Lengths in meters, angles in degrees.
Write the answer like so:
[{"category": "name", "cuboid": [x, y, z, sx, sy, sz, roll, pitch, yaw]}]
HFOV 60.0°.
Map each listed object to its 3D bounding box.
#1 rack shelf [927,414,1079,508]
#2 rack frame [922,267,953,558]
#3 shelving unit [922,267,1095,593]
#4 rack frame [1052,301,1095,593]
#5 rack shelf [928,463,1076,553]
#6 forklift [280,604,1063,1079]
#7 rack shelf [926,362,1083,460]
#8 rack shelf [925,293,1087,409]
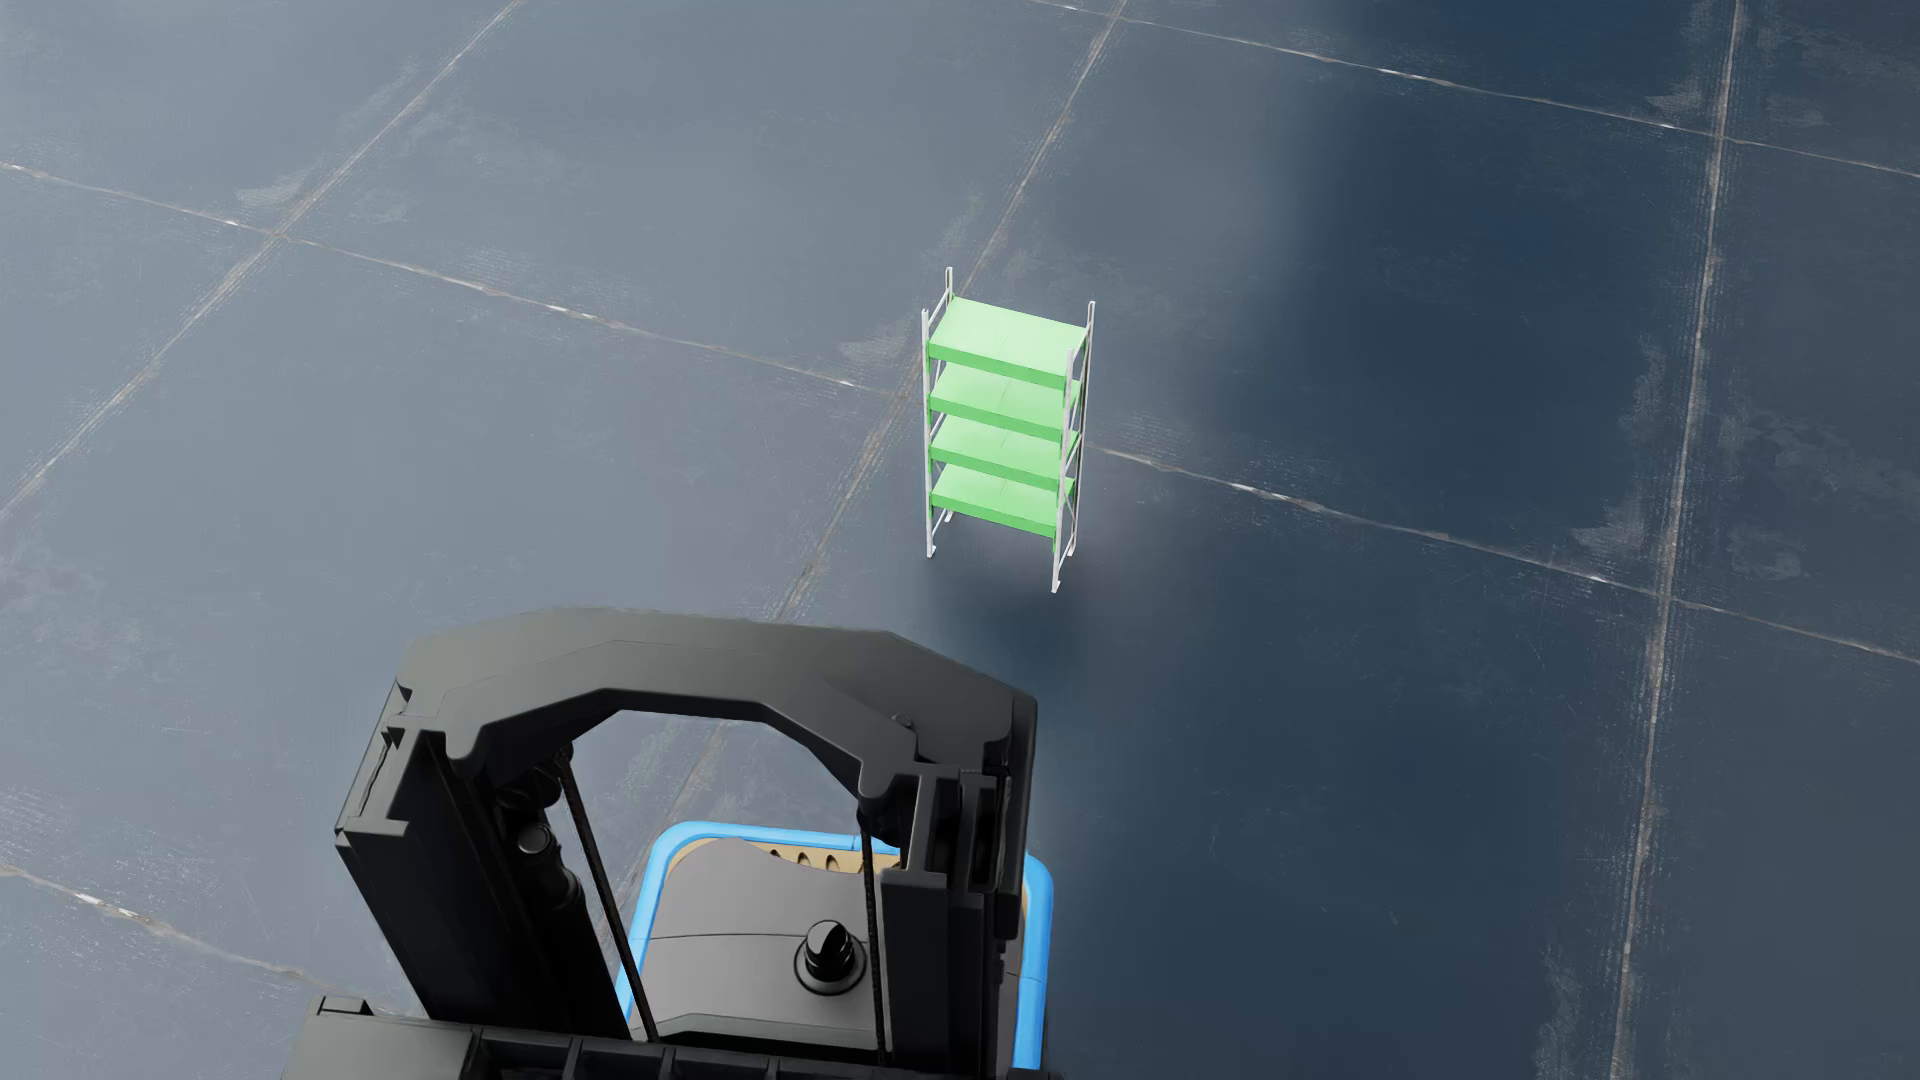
[{"category": "rack shelf", "cuboid": [0.155, -0.308, 5.807, 0.480, 0.148, 0.258, 16, 51, 13]}, {"category": "rack frame", "cuboid": [-0.074, -0.414, 5.814, 0.015, 1.200, 0.240, 16, 51, 13]}, {"category": "shelving unit", "cuboid": [0.155, -0.350, 5.759, 0.503, 1.200, 0.258, 16, 51, 13]}, {"category": "rack frame", "cuboid": [0.384, -0.286, 5.704, 0.015, 1.200, 0.240, 16, 51, 13]}, {"category": "rack shelf", "cuboid": [0.155, -0.151, 5.989, 0.480, 0.148, 0.258, 16, 51, 13]}, {"category": "forklift", "cuboid": [-0.427, 1.600, 2.924, 1.130, 2.935, 3.031, 5, 49, 4]}, {"category": "rack shelf", "cuboid": [0.155, -0.465, 5.626, 0.480, 0.148, 0.258, 16, 51, 13]}, {"category": "rack shelf", "cuboid": [0.155, -0.622, 5.445, 0.480, 0.148, 0.258, 16, 51, 13]}]
